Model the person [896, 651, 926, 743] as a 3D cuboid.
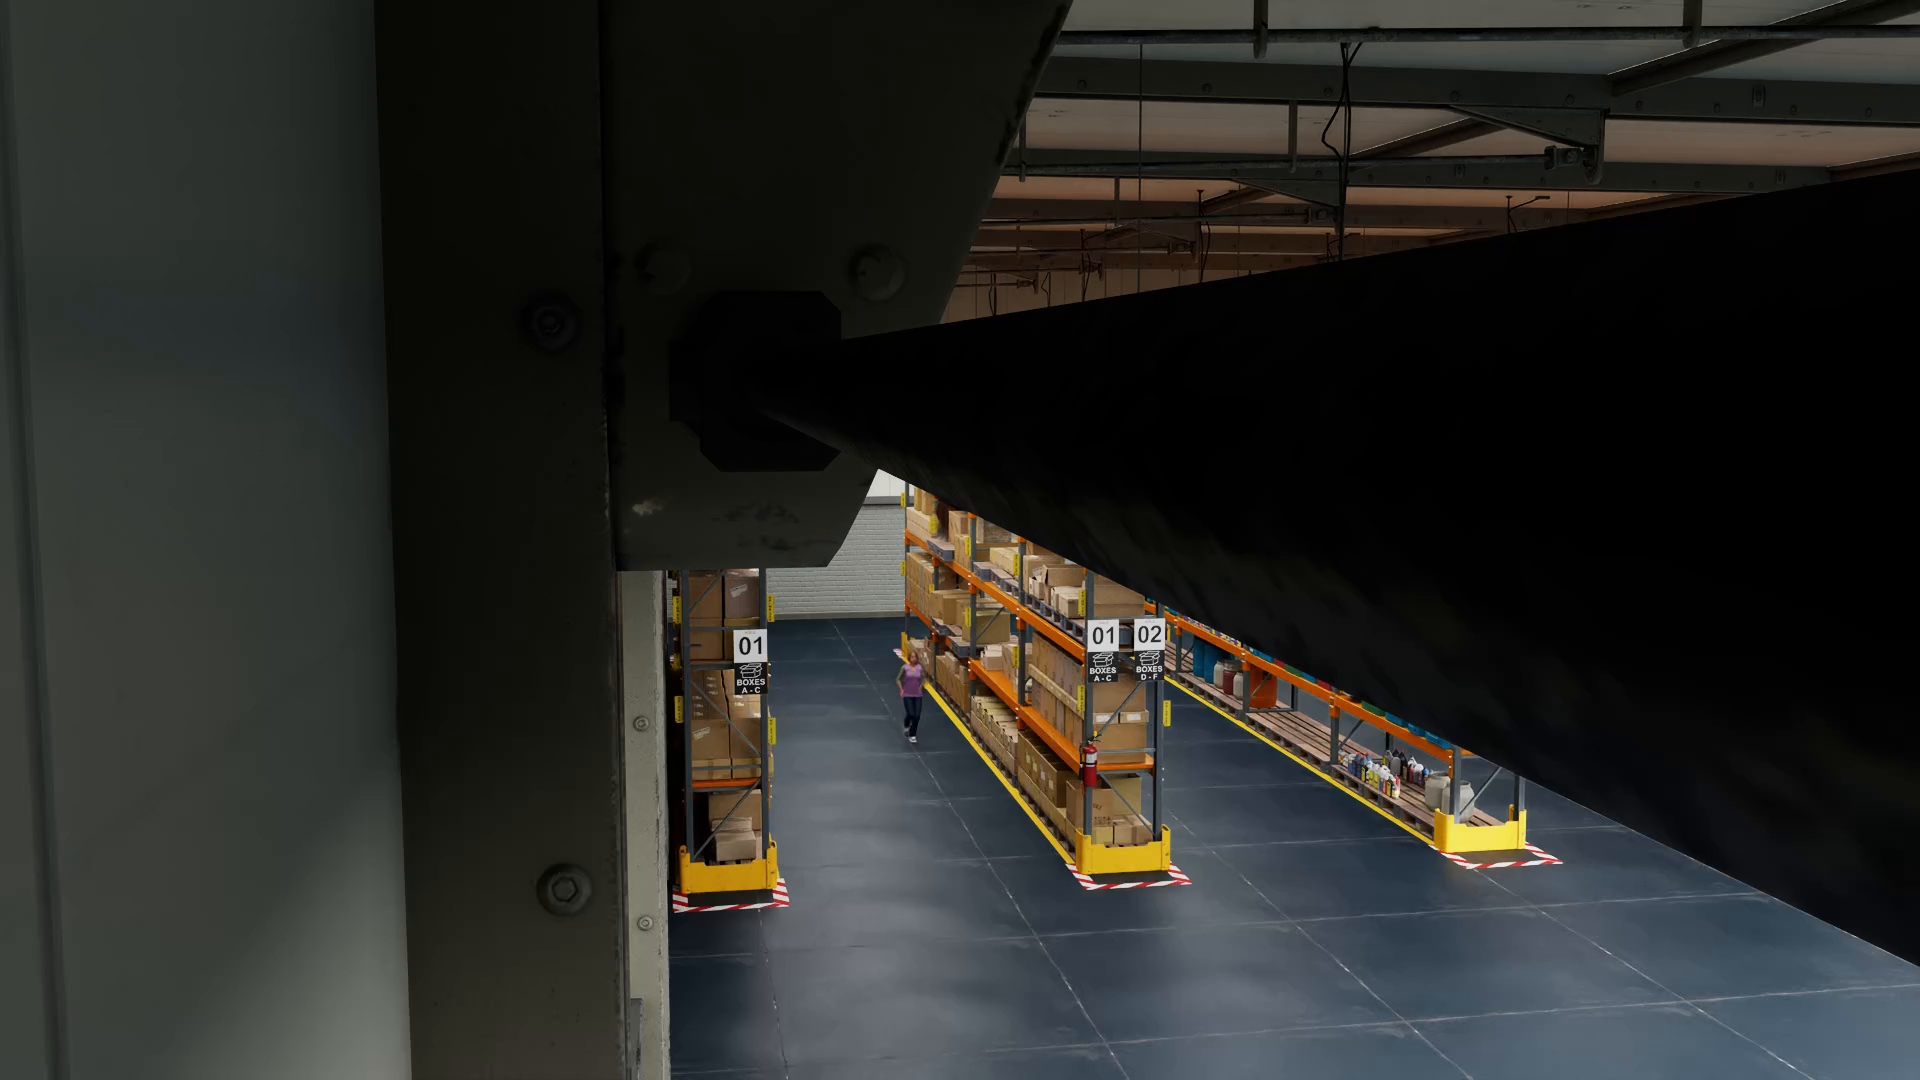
[{"bbox_3d":[-0.804,2.650,28.058,0.503,1.559,0.493,-1,6,-13],"label":"person"}]
